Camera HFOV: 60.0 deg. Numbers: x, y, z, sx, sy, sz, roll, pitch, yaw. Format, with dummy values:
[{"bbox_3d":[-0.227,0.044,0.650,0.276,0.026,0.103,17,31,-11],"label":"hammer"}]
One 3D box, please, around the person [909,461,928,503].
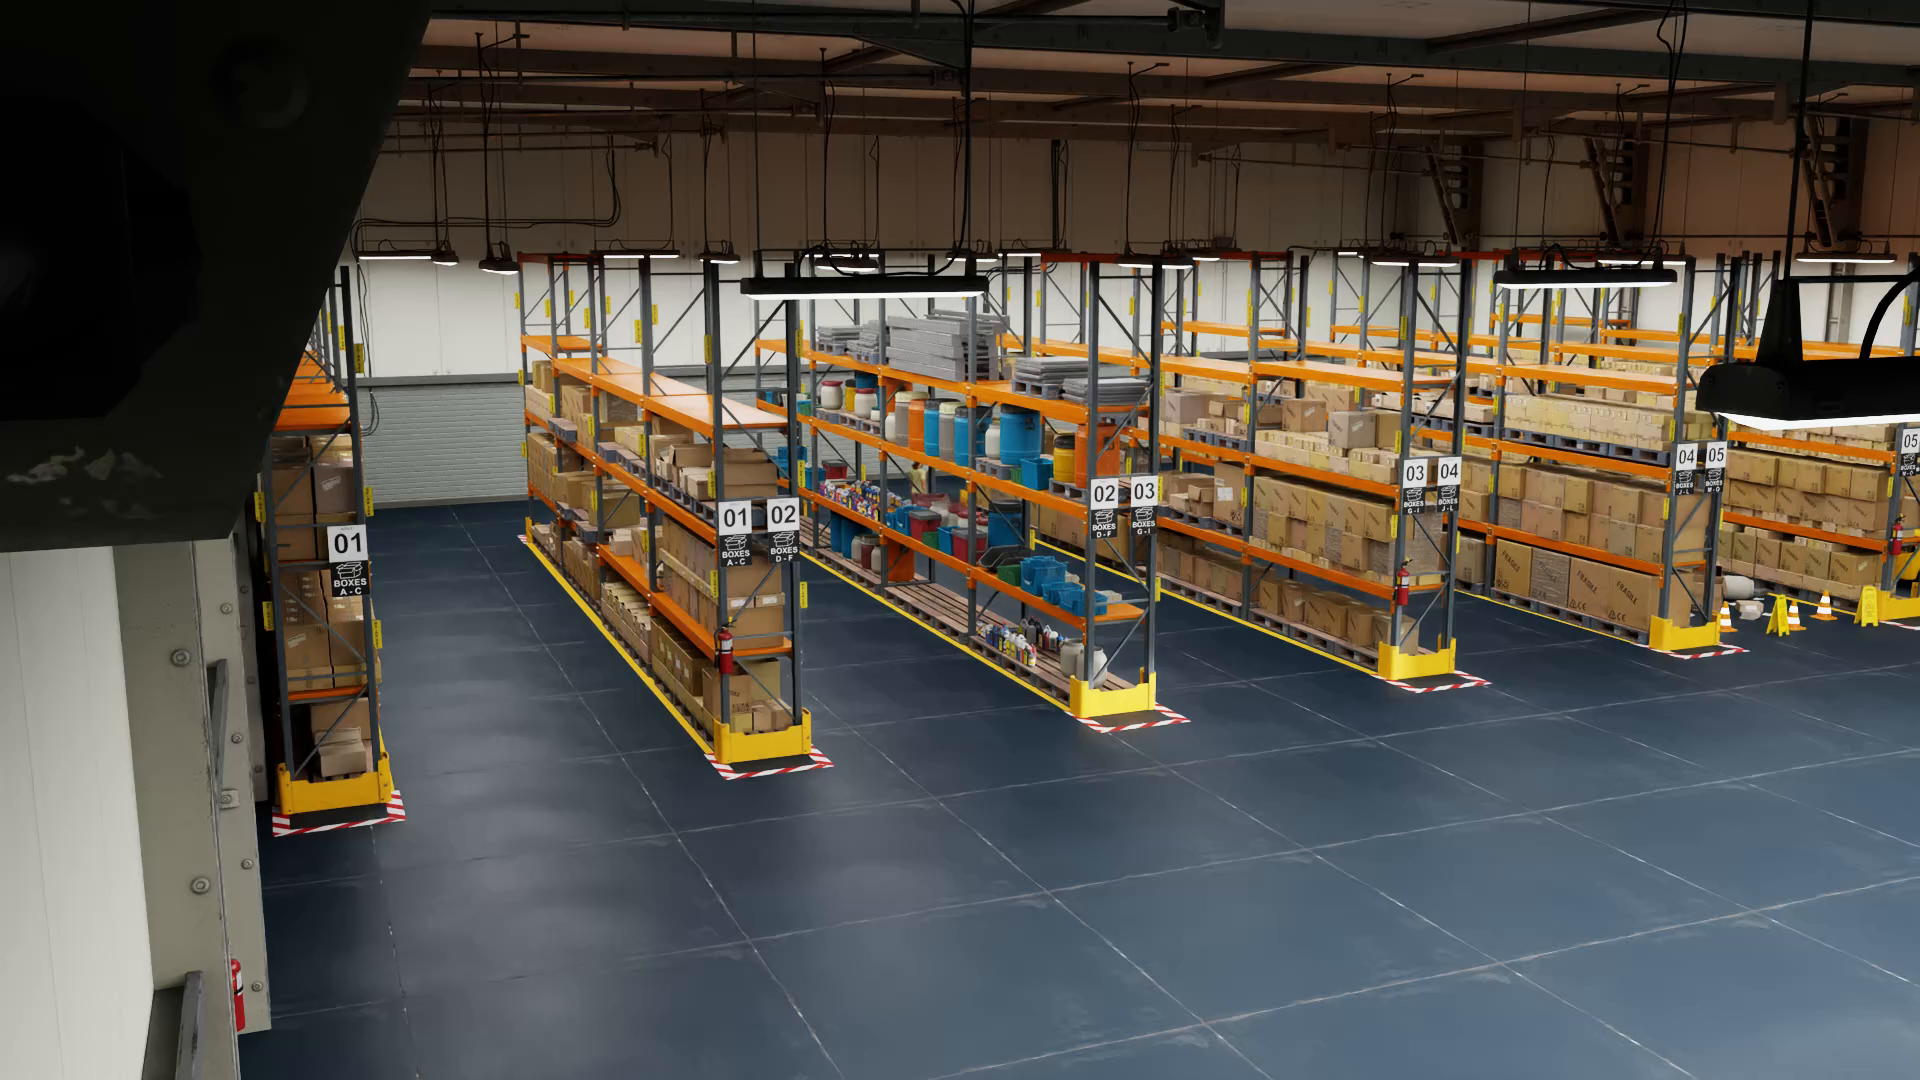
[{"bbox_3d":[-0.894,-0.925,35.662,0.471,1.760,0.468,5,11,24],"label":"person"}]
